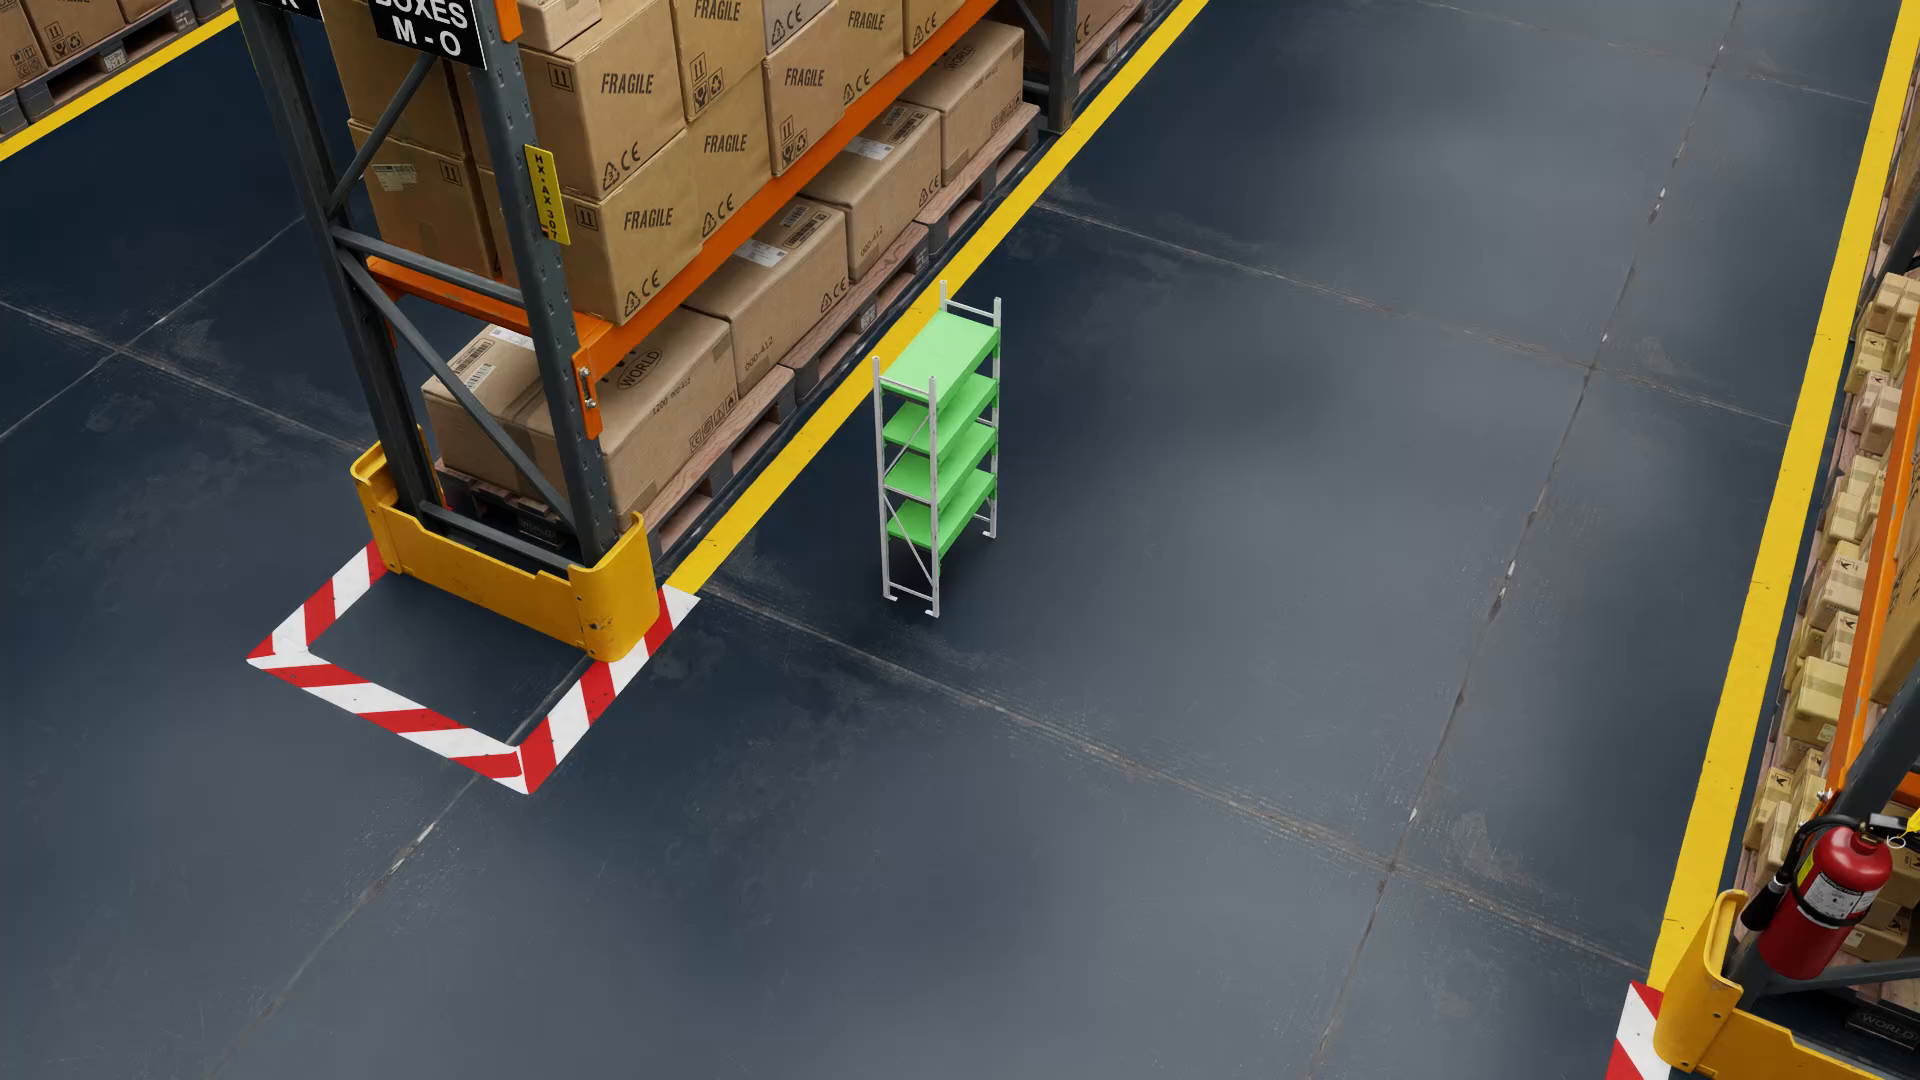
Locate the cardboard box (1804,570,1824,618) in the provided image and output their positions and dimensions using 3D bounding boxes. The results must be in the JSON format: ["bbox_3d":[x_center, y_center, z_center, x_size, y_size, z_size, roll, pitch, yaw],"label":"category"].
[{"bbox_3d":[3.302,0.295,6.058,0.380,0.149,0.250,21,49,20],"label":"cardboard box"}]

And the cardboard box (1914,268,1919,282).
[{"bbox_3d":[4.216,-1.044,6.964,0.380,0.149,0.250,22,49,21],"label":"cardboard box"}]

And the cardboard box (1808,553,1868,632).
[{"bbox_3d":[3.151,0.235,5.699,0.380,0.149,0.250,22,49,20],"label":"cardboard box"}]

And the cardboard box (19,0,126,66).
[{"bbox_3d":[-4.994,-2.974,9.043,0.500,0.500,0.500,21,49,20],"label":"cardboard box"}]

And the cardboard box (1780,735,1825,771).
[{"bbox_3d":[2.935,0.677,5.472,0.380,0.149,0.250,19,48,17],"label":"cardboard box"}]

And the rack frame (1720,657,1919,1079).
[{"bbox_3d":[2.703,0.681,3.968,1.000,3.000,0.127,20,49,19],"label":"rack frame"}]

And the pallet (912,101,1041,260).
[{"bbox_3d":[-0.294,-1.976,8.554,1.003,0.211,1.213,20,49,19],"label":"pallet"}]

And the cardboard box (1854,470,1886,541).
[{"bbox_3d":[3.468,-0.068,5.999,0.380,0.149,0.250,21,49,19],"label":"cardboard box"}]

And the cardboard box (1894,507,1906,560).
[{"bbox_3d":[2.953,-0.005,4.822,0.380,0.149,0.250,22,49,20],"label":"cardboard box"}]

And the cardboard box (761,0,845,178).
[{"bbox_3d":[-0.789,-1.774,6.324,0.500,0.500,0.500,20,49,19],"label":"cardboard box"}]

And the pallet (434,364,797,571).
[{"bbox_3d":[-1.427,-0.439,7.035,1.003,0.211,1.213,20,49,19],"label":"pallet"}]

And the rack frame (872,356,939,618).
[{"bbox_3d":[-0.190,-0.164,6.068,0.240,1.200,0.015,20,49,19],"label":"rack frame"}]

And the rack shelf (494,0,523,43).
[{"bbox_3d":[-0.800,-2.951,5.954,1.077,0.370,4.000,20,49,19],"label":"rack shelf"}]

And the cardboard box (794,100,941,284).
[{"bbox_3d":[-0.673,-1.732,7.859,0.875,0.438,0.875,19,48,18],"label":"cardboard box"}]

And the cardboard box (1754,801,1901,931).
[{"bbox_3d":[2.695,1.005,5.148,0.380,0.149,0.250,19,48,18],"label":"cardboard box"}]

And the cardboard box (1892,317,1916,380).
[{"bbox_3d":[3.962,-0.715,6.638,0.380,0.149,0.250,20,49,19],"label":"cardboard box"}]

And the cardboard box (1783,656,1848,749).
[{"bbox_3d":[2.899,0.565,5.373,0.380,0.149,0.250,19,48,18],"label":"cardboard box"}]

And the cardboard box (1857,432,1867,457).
[{"bbox_3d":[3.840,-0.343,6.689,0.380,0.149,0.250,19,48,18],"label":"cardboard box"}]

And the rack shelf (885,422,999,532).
[{"bbox_3d":[-0.077,-0.273,6.266,0.258,0.148,0.480,20,49,19],"label":"rack shelf"}]

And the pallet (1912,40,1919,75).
[{"bbox_3d":[6.052,-2.886,9.454,1.003,0.211,1.213,20,49,19],"label":"pallet"}]

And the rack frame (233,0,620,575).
[{"bbox_3d":[-1.729,-0.889,5.520,1.000,3.000,0.127,20,49,19],"label":"rack frame"}]

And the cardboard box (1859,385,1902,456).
[{"bbox_3d":[3.671,-0.410,6.337,0.380,0.149,0.250,21,49,20],"label":"cardboard box"}]

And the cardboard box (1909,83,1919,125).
[{"bbox_3d":[5.160,-2.302,8.378,0.500,0.500,0.500,19,48,18],"label":"cardboard box"}]

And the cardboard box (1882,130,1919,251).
[{"bbox_3d":[4.680,-1.657,7.741,0.500,0.500,0.500,20,49,18],"label":"cardboard box"}]

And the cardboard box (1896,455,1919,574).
[{"bbox_3d":[2.927,-0.149,4.509,0.500,0.500,0.500,20,49,18],"label":"cardboard box"}]

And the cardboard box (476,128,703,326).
[{"bbox_3d":[-1.251,-1.132,5.690,0.500,0.500,0.500,20,49,19],"label":"cardboard box"}]

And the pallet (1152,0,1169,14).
[{"bbox_3d":[0.985,-3.711,10.270,1.003,0.211,1.213,20,49,19],"label":"pallet"}]

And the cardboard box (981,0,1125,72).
[{"bbox_3d":[0.345,-3.227,9.029,0.875,0.875,0.875,22,49,20],"label":"cardboard box"}]

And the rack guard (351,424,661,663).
[{"bbox_3d":[-1.740,0.005,6.394,1.175,0.500,0.348,20,49,19],"label":"rack guard"}]

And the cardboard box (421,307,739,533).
[{"bbox_3d":[-1.511,-0.585,6.725,0.875,0.438,0.875,19,48,18],"label":"cardboard box"}]

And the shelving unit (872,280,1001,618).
[{"bbox_3d":[-0.077,-0.317,6.220,0.258,1.200,0.503,20,49,19],"label":"shelving unit"}]

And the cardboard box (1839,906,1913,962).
[{"bbox_3d":[2.762,1.135,5.228,0.380,0.149,0.250,21,49,20],"label":"cardboard box"}]

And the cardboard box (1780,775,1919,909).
[{"bbox_3d":[2.724,0.910,5.033,0.380,0.149,0.250,21,49,19],"label":"cardboard box"}]

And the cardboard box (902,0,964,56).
[{"bbox_3d":[-0.315,-2.420,6.963,0.500,0.500,0.500,20,49,18],"label":"cardboard box"}]

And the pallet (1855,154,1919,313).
[{"bbox_3d":[4.920,-1.349,7.935,1.003,0.211,1.213,20,49,19],"label":"pallet"}]

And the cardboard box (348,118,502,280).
[{"bbox_3d":[-1.739,-1.316,5.871,0.500,0.500,0.500,21,49,19],"label":"cardboard box"}]

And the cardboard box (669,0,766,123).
[{"bbox_3d":[-1.020,-1.812,5.659,0.500,0.500,0.500,19,48,18],"label":"cardboard box"}]

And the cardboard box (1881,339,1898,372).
[{"bbox_3d":[4.070,-0.777,6.909,0.380,0.149,0.250,21,49,19],"label":"cardboard box"}]

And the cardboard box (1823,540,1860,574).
[{"bbox_3d":[3.299,0.191,5.952,0.380,0.149,0.250,23,50,21],"label":"cardboard box"}]

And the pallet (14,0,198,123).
[{"bbox_3d":[-5.155,-2.862,9.430,1.003,0.211,1.213,20,49,19],"label":"pallet"}]

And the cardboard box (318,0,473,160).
[{"bbox_3d":[-1.716,-1.658,5.507,0.500,0.500,0.500,22,49,20],"label":"cardboard box"}]

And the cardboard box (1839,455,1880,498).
[{"bbox_3d":[3.539,-0.139,6.278,0.380,0.149,0.250,20,49,19],"label":"cardboard box"}]

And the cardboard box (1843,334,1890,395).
[{"bbox_3d":[3.982,-0.693,7.035,0.380,0.149,0.250,22,49,20],"label":"cardboard box"}]

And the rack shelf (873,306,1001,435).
[{"bbox_3d":[-0.077,-0.610,5.924,0.258,0.148,0.480,20,49,19],"label":"rack shelf"}]

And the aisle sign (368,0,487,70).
[{"bbox_3d":[-1.505,-1.662,4.456,0.394,0.787,0.004,20,49,19],"label":"aisle sign"}]

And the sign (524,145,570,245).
[{"bbox_3d":[-1.240,-1.034,4.999,0.100,0.325,0.005,20,49,19],"label":"sign"}]

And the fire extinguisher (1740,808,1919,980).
[{"bbox_3d":[2.177,0.846,4.121,0.296,0.674,0.183,20,49,19],"label":"fire extinguisher"}]

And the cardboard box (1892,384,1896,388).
[{"bbox_3d":[3.861,-0.442,6.578,0.380,0.149,0.250,18,48,17],"label":"cardboard box"}]

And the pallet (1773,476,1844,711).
[{"bbox_3d":[3.714,0.348,6.258,1.003,0.211,1.213,20,49,19],"label":"pallet"}]

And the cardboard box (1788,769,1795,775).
[{"bbox_3d":[2.991,0.802,5.557,0.380,0.149,0.250,20,49,19],"label":"cardboard box"}]
